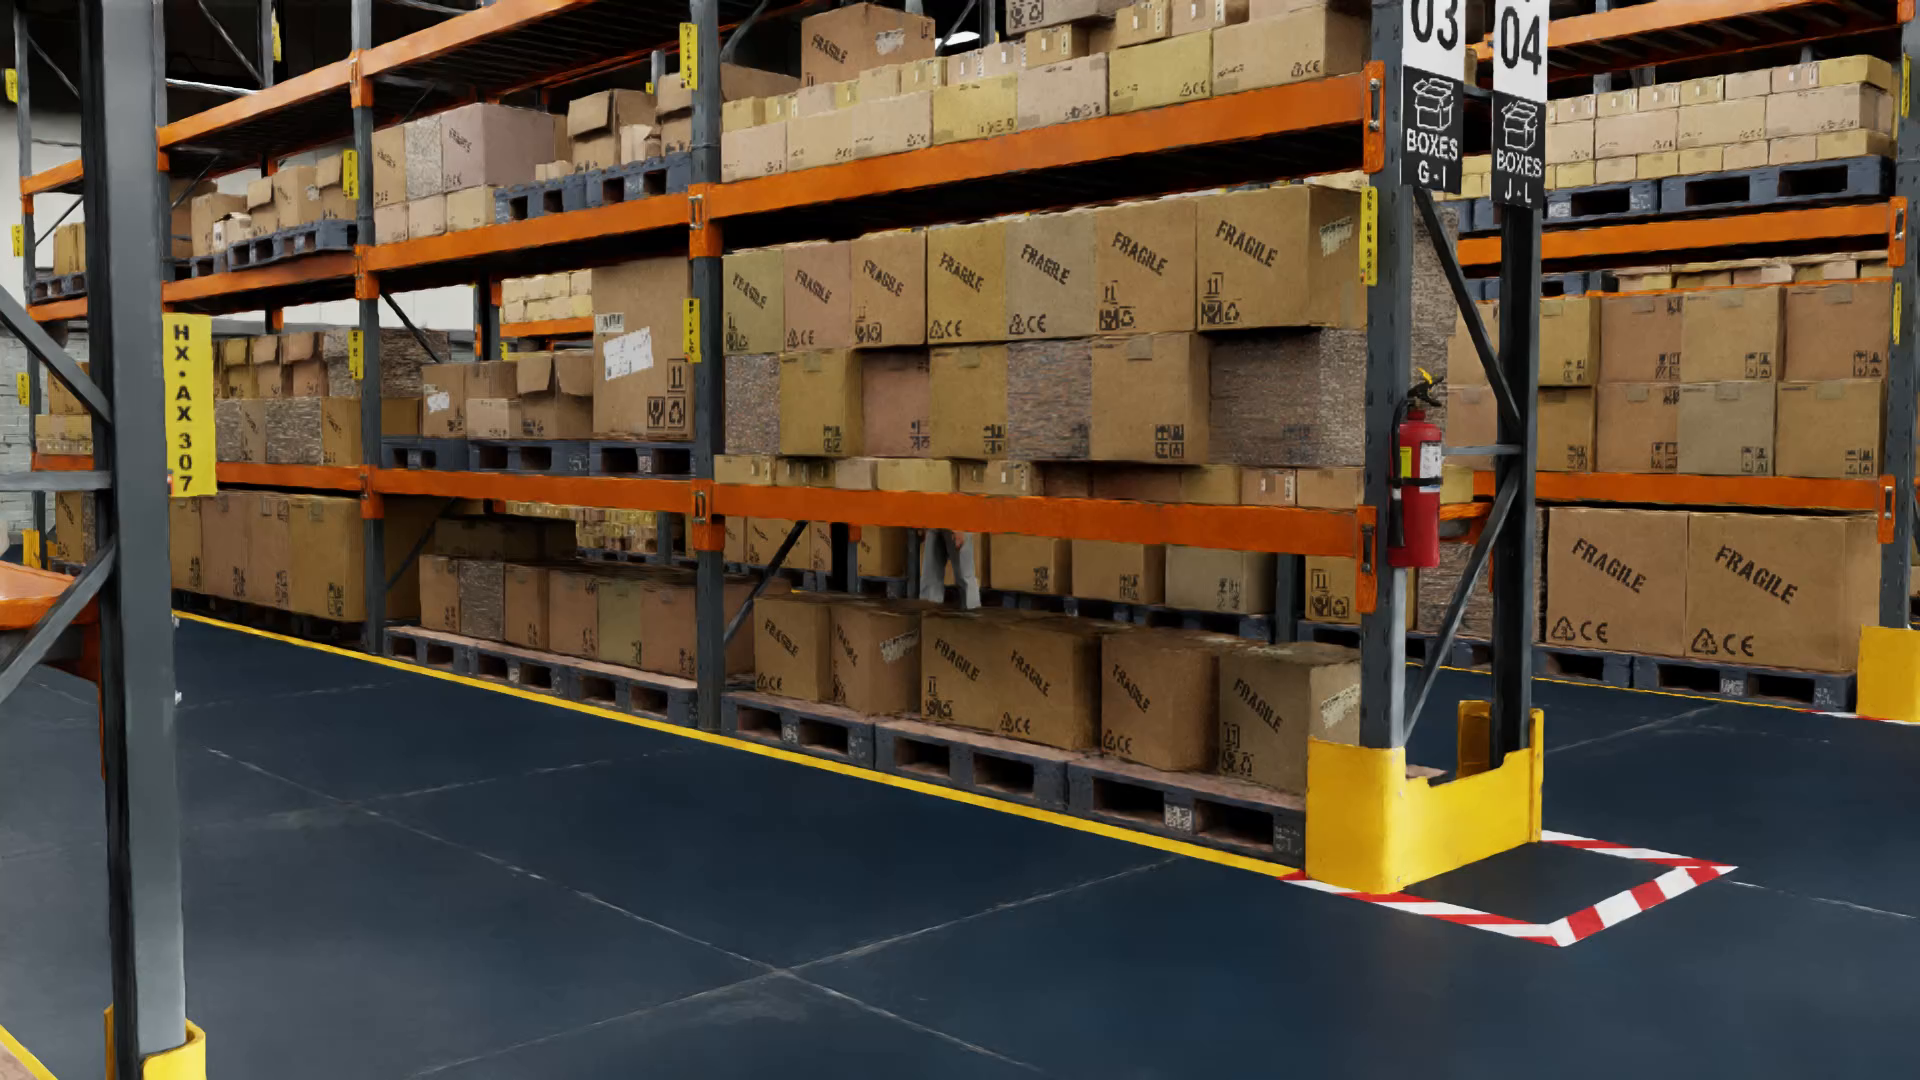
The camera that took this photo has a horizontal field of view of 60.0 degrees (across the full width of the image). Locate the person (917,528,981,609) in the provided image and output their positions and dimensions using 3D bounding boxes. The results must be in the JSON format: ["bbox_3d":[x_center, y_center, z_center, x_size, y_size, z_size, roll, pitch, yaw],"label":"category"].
[{"bbox_3d":[-0.126,-0.084,11.852,0.569,1.667,0.577,-3,5,-36],"label":"person"}]
